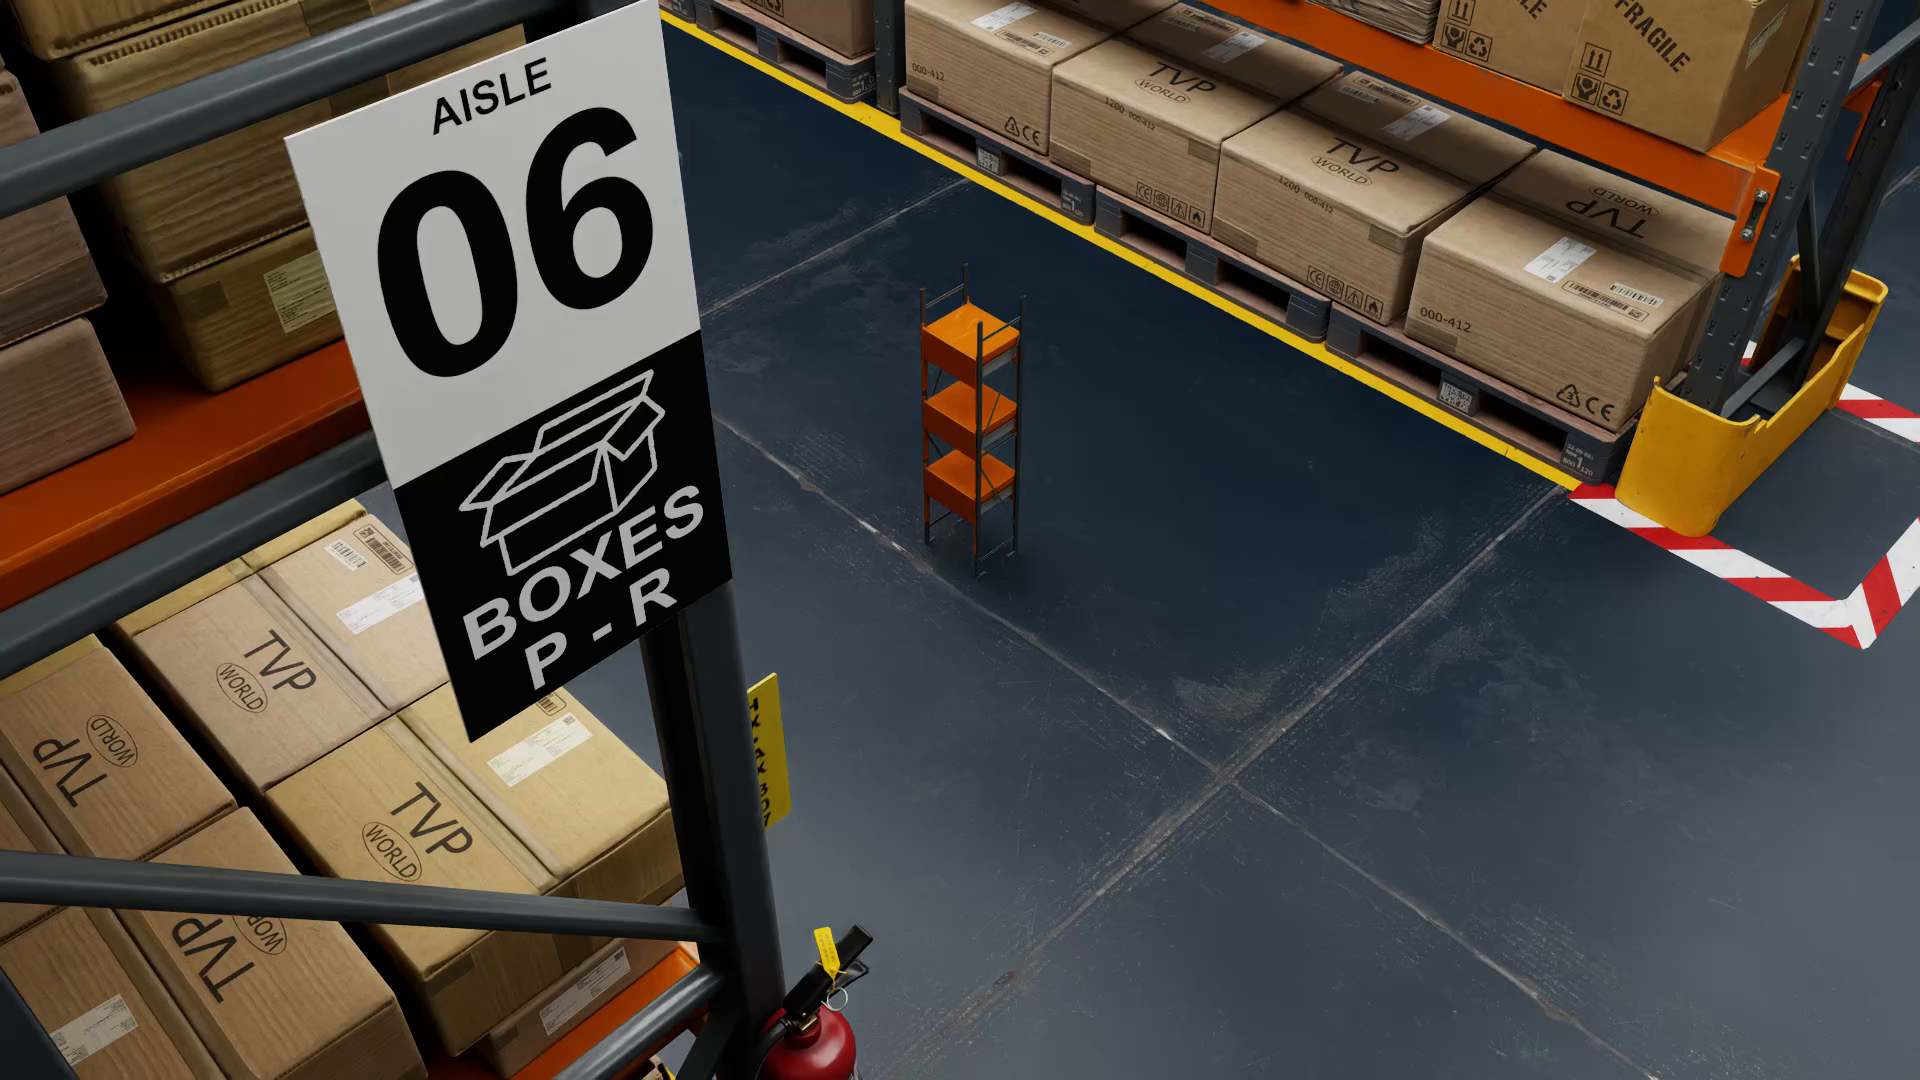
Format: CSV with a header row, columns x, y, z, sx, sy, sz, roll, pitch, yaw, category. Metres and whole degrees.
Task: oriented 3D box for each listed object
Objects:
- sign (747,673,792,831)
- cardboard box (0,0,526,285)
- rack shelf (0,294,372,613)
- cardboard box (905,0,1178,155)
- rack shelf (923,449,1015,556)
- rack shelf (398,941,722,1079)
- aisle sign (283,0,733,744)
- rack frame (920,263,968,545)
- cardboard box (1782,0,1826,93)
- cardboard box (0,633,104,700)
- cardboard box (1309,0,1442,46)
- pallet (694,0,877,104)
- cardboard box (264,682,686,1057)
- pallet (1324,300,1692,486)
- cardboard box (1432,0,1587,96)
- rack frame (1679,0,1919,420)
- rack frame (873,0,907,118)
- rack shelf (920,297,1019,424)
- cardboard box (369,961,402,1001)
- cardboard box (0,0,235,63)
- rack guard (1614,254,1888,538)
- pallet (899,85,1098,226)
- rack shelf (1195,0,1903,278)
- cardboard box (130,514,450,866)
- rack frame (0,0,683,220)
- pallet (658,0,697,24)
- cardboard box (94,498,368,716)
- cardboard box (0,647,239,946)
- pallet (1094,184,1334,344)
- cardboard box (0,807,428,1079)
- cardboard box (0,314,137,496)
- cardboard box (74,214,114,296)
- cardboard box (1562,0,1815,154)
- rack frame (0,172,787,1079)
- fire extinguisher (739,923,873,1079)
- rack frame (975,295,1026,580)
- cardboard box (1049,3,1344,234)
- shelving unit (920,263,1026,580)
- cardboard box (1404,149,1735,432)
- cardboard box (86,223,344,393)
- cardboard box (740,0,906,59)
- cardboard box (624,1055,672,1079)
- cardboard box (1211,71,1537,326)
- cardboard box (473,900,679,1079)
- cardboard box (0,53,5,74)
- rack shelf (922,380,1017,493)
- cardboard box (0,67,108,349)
x,y,z,sx,sy,sz,roll,pitch,yaw,category
-0.307,0.339,2.535,0.100,0.325,0.005,-34,53,-31,sign
-0.811,-0.583,1.852,0.500,0.250,0.500,34,52,31,cardboard box
-2.103,-0.882,2.814,1.077,0.370,4.000,-34,53,-31,rack shelf
0.363,-2.246,7.549,0.875,0.438,0.875,33,52,31,cardboard box
0.038,-0.148,5.562,0.215,0.259,0.240,-34,53,-31,rack shelf
-2.103,0.220,3.832,1.077,0.370,4.000,-34,53,-31,rack shelf
-0.435,-0.146,1.782,0.394,0.787,0.004,-34,53,-31,aisle sign
-0.048,-0.419,5.429,0.200,1.050,0.008,-34,53,-31,rack frame
2.685,-1.869,5.489,0.500,0.500,0.500,34,52,31,cardboard box
-1.913,0.280,3.128,0.500,0.250,0.500,-32,52,-30,cardboard box
1.579,-2.096,5.735,0.500,0.500,0.500,-33,52,-30,cardboard box
-0.602,-2.696,8.513,1.003,0.211,1.213,-34,53,-31,pallet
-0.821,0.515,2.873,0.500,0.250,0.500,-34,52,-31,cardboard box
2.201,-0.786,6.446,1.003,0.211,1.213,-34,53,-31,pallet
1.949,-1.854,5.472,0.500,0.500,0.500,33,52,31,cardboard box
2.821,-1.464,5.124,1.000,3.000,0.127,-34,53,-31,rack frame
-0.004,-3.386,7.204,1.000,3.000,0.127,-34,53,-31,rack frame
0.038,-0.561,5.180,0.215,0.259,0.240,-34,53,-31,rack shelf
-0.941,0.620,3.054,0.380,0.149,0.250,-33,52,-30,cardboard box
-0.826,-0.756,1.671,0.500,0.250,0.500,34,52,31,cardboard box
2.838,-0.534,5.960,1.175,0.500,0.348,-34,53,-31,rack guard
0.478,-1.959,7.714,1.003,0.211,1.213,-34,53,-31,pallet
1.408,-2.161,6.408,1.077,0.370,4.000,-34,53,-31,rack shelf
-1.177,0.273,3.135,0.500,0.250,0.500,-34,52,-31,cardboard box
-0.691,-1.287,0.512,1.000,3.000,0.127,-34,53,-31,rack frame
-1.468,-3.283,9.147,1.003,0.211,1.213,-34,53,-31,pallet
-1.537,0.031,3.397,0.500,0.250,0.500,33,52,31,cardboard box
-1.567,0.520,2.868,0.500,0.250,0.500,-34,52,-31,cardboard box
1.343,-1.373,7.080,1.003,0.211,1.213,-34,53,-31,pallet
-1.204,0.769,2.599,0.500,0.250,0.500,-33,52,-30,cardboard box
-1.081,-0.136,1.661,0.380,0.149,0.250,-33,52,-30,cardboard box
-0.955,-0.471,2.024,0.380,0.149,0.250,-33,52,-31,cardboard box
2.293,-1.606,5.204,0.500,0.500,0.500,-34,52,-31,cardboard box
-0.691,0.917,2.548,1.000,3.000,0.127,-34,53,-31,rack frame
-0.260,0.931,2.864,0.296,0.674,0.183,-34,53,-31,fire extinguisher
0.124,-0.301,5.302,0.200,1.050,0.008,-34,53,-31,rack frame
0.996,-1.816,7.084,0.875,0.438,0.875,33,52,30,cardboard box
0.038,-0.360,5.366,0.215,1.050,0.252,-34,53,-31,shelving unit
2.284,-0.946,6.142,0.875,0.438,0.875,32,52,30,cardboard box
-0.751,-0.357,1.901,0.380,0.149,0.250,-33,52,-30,cardboard box
-0.498,-3.019,8.064,0.875,0.875,0.875,-32,52,-30,cardboard box
-1.056,1.340,3.620,0.637,0.503,0.797,32,52,30,cardboard box
1.632,-1.382,6.614,0.875,0.438,0.875,-33,52,-30,cardboard box
-0.729,0.720,2.946,0.250,0.149,0.380,34,52,31,cardboard box
-1.202,-0.502,1.396,0.500,0.250,0.500,33,52,30,cardboard box
0.038,-0.352,5.373,0.215,0.259,0.240,-34,53,-31,rack shelf
-1.198,-0.322,1.570,0.500,0.250,0.500,33,52,31,cardboard box
